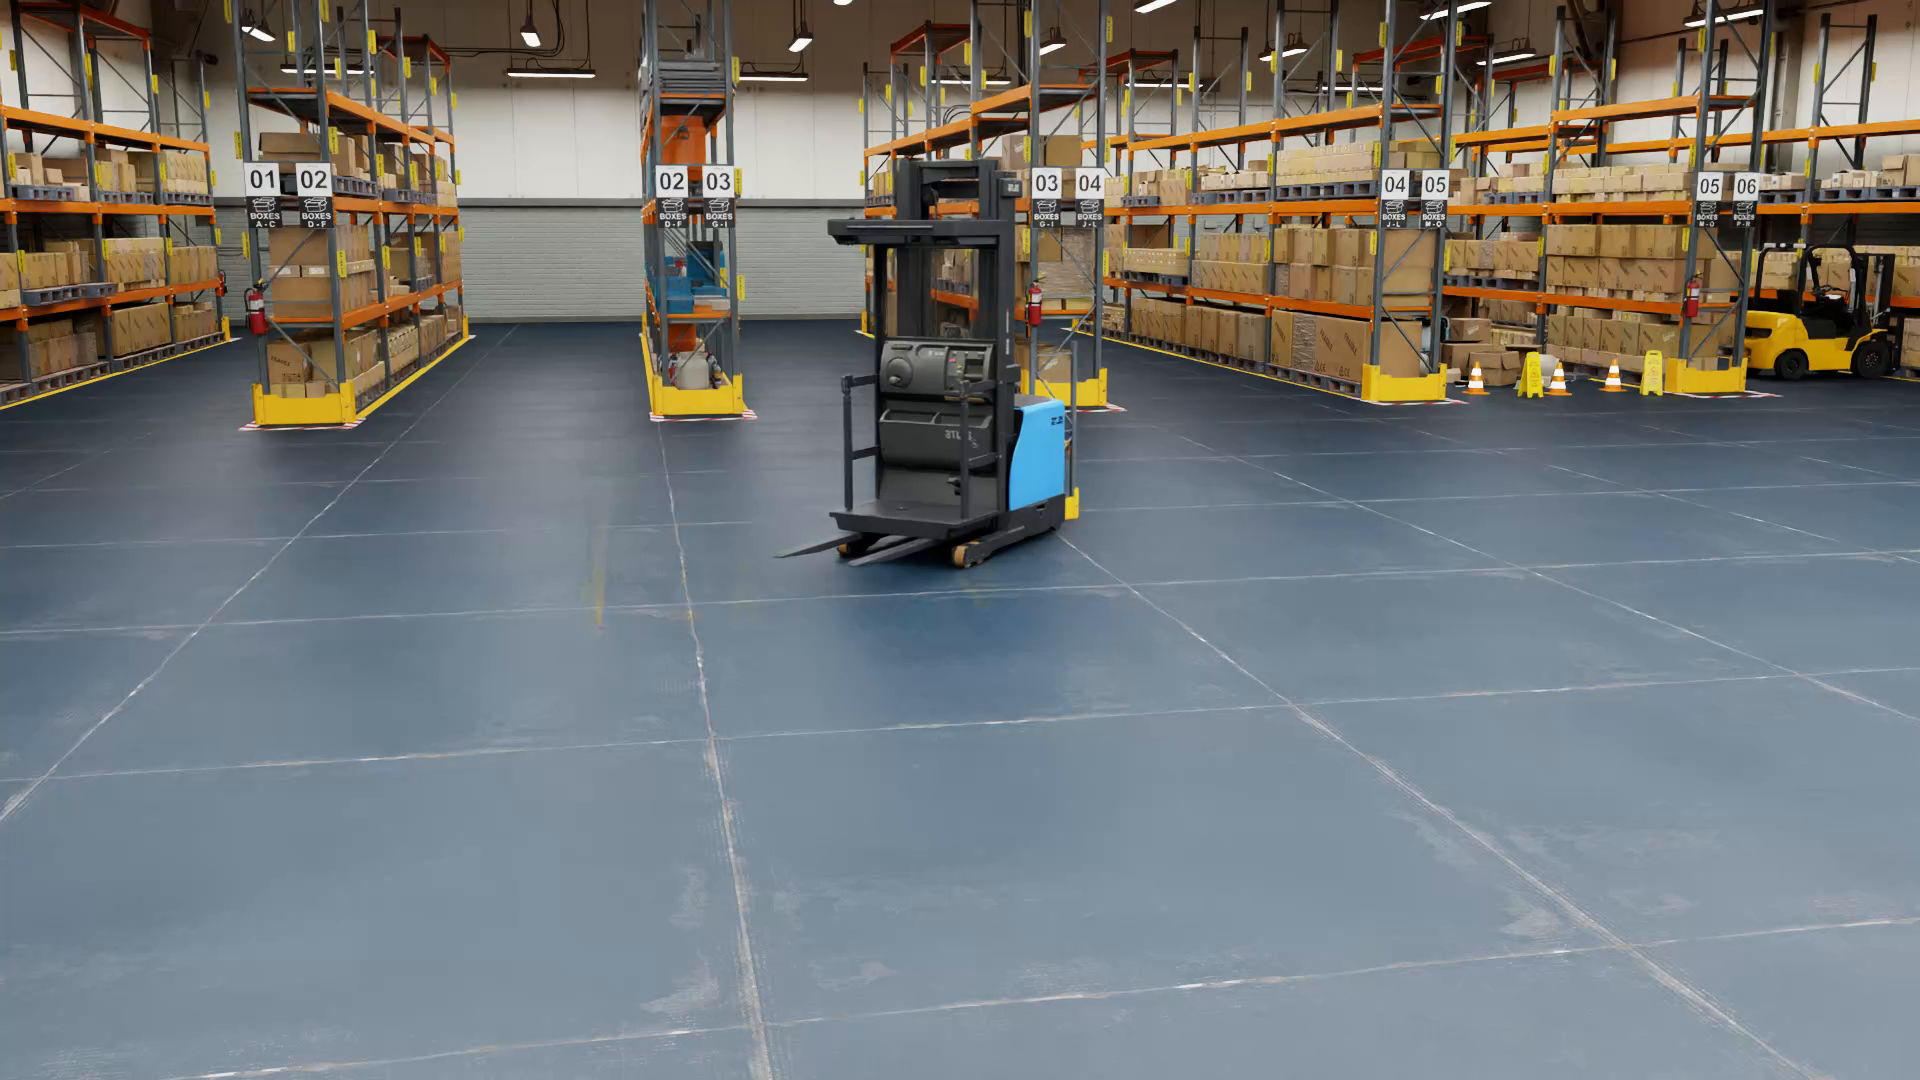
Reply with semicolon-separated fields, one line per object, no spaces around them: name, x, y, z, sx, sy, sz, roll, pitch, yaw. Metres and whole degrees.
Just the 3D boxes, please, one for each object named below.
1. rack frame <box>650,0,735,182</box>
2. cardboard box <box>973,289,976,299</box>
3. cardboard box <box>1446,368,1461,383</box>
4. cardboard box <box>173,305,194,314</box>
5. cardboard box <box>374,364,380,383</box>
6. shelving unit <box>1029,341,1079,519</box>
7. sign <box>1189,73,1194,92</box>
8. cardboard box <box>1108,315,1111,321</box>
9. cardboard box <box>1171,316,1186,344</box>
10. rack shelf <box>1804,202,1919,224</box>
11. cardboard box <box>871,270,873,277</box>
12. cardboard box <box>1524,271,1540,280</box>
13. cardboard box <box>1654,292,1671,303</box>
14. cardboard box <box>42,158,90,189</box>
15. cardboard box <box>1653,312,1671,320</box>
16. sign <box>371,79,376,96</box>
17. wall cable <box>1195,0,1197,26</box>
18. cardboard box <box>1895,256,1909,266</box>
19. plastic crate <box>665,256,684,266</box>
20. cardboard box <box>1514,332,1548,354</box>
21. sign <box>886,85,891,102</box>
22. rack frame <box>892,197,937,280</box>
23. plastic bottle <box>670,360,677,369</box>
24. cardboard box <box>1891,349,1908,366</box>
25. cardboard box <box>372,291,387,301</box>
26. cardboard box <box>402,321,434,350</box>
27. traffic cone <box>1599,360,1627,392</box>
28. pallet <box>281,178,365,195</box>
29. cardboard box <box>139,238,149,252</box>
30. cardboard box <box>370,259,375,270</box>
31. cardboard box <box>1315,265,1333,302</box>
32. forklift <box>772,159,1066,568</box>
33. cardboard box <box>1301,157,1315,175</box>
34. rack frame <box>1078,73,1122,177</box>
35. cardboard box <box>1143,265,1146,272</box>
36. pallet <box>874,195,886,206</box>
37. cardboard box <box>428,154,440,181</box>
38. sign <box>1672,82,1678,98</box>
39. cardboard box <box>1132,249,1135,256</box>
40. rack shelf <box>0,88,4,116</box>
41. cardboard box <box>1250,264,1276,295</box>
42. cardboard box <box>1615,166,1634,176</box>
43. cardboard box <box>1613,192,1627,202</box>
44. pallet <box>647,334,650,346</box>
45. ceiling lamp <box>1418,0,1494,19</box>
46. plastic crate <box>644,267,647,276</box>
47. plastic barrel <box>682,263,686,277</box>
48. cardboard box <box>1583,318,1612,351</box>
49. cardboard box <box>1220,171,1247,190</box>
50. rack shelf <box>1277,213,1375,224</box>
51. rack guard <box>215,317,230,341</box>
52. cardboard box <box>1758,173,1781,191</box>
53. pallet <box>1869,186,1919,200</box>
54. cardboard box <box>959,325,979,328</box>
rack frame;-3.413;-6.095;21.152;1.000;3.000;0.127;-2;11;-11
cardboard box;0.414;-3.888;26.273;0.380;0.149;0.250;-2;11;-11
cardboard box;7.693;-2.632;26.315;0.396;0.266;0.258;0;11;-1
cardboard box;-15.499;-4.592;33.125;0.380;0.149;0.250;-2;11;-13
cardboard box;-8.659;-2.388;23.954;0.500;0.250;0.500;-2;11;-11
shelving unit;0.459;-0.978;14.324;0.587;1.500;1.083;-8;14;-37
sign;4.244;-8.380;30.450;0.100;0.325;0.005;-2;11;-11
cardboard box;3.468;-4.882;36.531;0.380;0.149;0.250;-2;11;-10
cardboard box;4.390;-4.047;31.997;0.500;0.500;0.500;-2;11;-11
rack shelf;15.645;-5.357;27.219;1.077;0.370;4.000;-2;11;-11
cardboard box;-1.768;-5.920;36.951;0.380;0.149;0.250;-2;11;-12
cardboard box;10.017;-4.589;28.835;0.380;0.149;0.250;-2;11;-10
cardboard box;10.725;-3.668;25.119;0.380;0.149;0.250;-2;11;-12
cardboard box;-14.836;-6.079;27.646;0.700;0.500;0.500;-3;11;-15
cardboard box;14.185;-4.385;33.774;0.500;0.500;0.500;-2;11;-9
sign;-11.142;-8.598;31.592;0.100;0.325;0.005;-2;11;-11
wall cable;5.154;-13.493;43.978;2.355;3.000;0.029;-2;11;-11
cardboard box;15.418;-4.525;26.947;0.380;0.149;0.250;-2;11;-11
plastic crate;-6.277;-6.075;36.835;0.616;0.435;0.499;-2;11;-11
cardboard box;10.284;-3.434;29.119;0.950;0.372;0.625;-2;11;-10
sign;-1.438;-8.997;33.477;0.100;0.325;0.005;-2;11;-11
rack frame;-0.889;-5.529;34.223;1.000;3.000;0.127;-2;11;-11
plastic bottle;-4.181;-2.494;24.385;0.152;0.276;0.135;-2;11;-11
cardboard box;15.457;-2.983;27.080;0.500;0.250;0.500;-2;11;-10
cardboard box;-9.022;-3.749;25.541;0.380;0.149;0.250;-2;11;-11
cardboard box;-9.837;-3.706;30.153;0.500;0.500;0.500;-2;11;-12
traffic cone;9.817;-2.474;24.958;0.336;0.463;0.334;-2;11;-11
pallet;-8.626;-4.753;22.362;1.003;0.211;1.213;-2;11;-11
cardboard box;-14.934;-5.298;29.887;0.500;0.250;0.500;-2;11;-10
cardboard box;-8.788;-4.028;24.334;0.380;0.149;0.250;-2;11;-11
cardboard box;5.956;-3.933;25.437;0.875;0.550;0.500;-2;11;-11
forklift;-0.279;-1.329;12.339;1.130;2.935;3.031;6;12;28
cardboard box;5.571;-5.740;25.525;0.500;0.250;0.500;-2;11;-12
rack frame;3.218;-9.371;38.366;1.000;3.000;0.127;-2;11;-11
cardboard box;3.881;-5.445;33.332;0.380;0.149;0.250;-2;11;-12
pallet;-1.271;-7.333;35.914;1.003;0.211;1.213;-2;11;-11
cardboard box;-10.697;-7.368;32.920;0.700;0.500;0.500;-2;11;-11
sign;13.948;-8.760;32.445;0.100;0.325;0.005;-2;11;-11
cardboard box;3.729;-5.879;34.019;0.380;0.149;0.250;-2;11;-11
rack shelf;-13.520;-5.747;21.254;1.077;0.370;4.000;-2;11;-11
cardboard box;5.188;-4.359;27.807;0.500;0.500;0.500;-2;11;-11
cardboard box;10.479;-5.762;25.962;0.380;0.149;0.250;-2;11;-10
cardboard box;10.480;-5.374;26.058;0.380;0.149;0.250;-2;11;-12
pallet;-5.928;-4.112;34.238;1.003;0.211;1.213;-2;11;-11
ceiling lamp;8.272;-10.133;26.754;0.800;3.185;2.000;-2;11;-11
plastic crate;-6.486;-5.676;35.282;0.416;0.233;0.300;-2;11;-11
plastic barrel;-4.389;-4.346;27.642;0.433;0.535;0.433;0;11;0
cardboard box;10.453;-3.335;26.921;0.500;0.500;0.500;-2;11;-8
cardboard box;4.896;-6.315;29.181;0.500;0.311;0.500;-2;11;-12
rack shelf;8.443;-7.376;37.830;1.077;0.370;4.000;-2;11;-11
rack guard;-16.248;-4.499;35.495;1.175;0.500;0.348;-2;11;-11
cardboard box;14.727;-6.553;30.429;0.500;0.311;0.500;-3;11;-13
pallet;15.681;-5.655;27.097;1.003;0.211;1.213;-2;11;-11
cardboard box;0.277;-3.456;28.842;0.700;0.500;0.500;-1;11;-6
